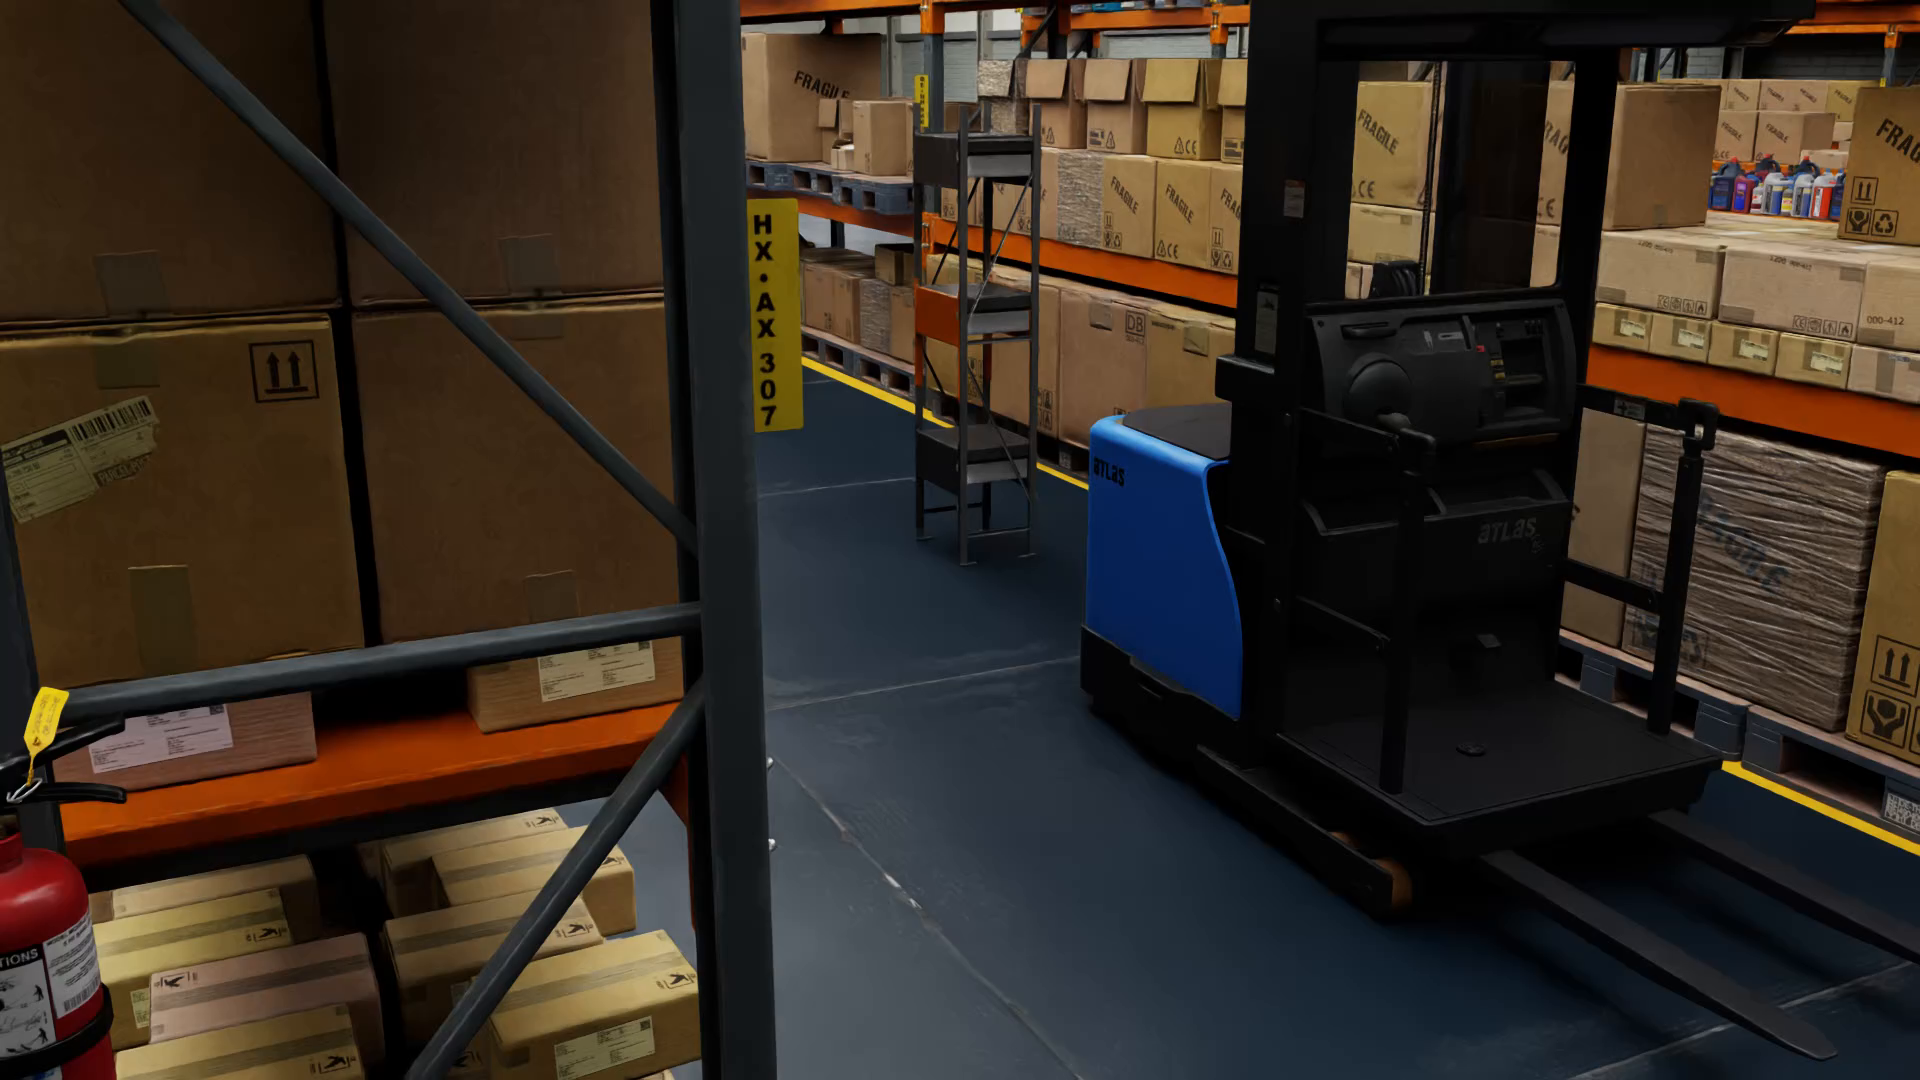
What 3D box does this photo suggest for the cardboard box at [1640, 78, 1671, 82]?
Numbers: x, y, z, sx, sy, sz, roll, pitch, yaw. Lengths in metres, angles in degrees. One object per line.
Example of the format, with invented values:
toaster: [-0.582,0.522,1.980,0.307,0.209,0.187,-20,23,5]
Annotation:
cardboard box: [10.032,-6.311,23.681,0.500,0.500,0.500,-8,18,-25]

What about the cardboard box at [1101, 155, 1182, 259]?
cardboard box: [1.096,-1.780,8.834,0.500,0.500,0.500,-8,18,-26]

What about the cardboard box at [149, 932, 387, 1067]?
cardboard box: [-1.277,0.882,3.067,0.380,0.149,0.250,-7,18,-24]

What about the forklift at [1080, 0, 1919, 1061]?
forklift: [1.515,-0.499,4.675,1.130,2.935,3.031,-7,18,-24]

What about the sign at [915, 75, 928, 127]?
sign: [-0.244,-2.839,10.750,0.100,0.325,0.005,-8,18,-25]

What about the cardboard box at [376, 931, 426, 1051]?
cardboard box: [-1.014,0.909,3.512,0.380,0.149,0.250,-7,18,-24]

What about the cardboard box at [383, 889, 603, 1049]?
cardboard box: [-0.912,0.827,3.259,0.380,0.149,0.250,-7,18,-24]

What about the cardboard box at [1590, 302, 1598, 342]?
cardboard box: [2.391,-0.841,6.199,0.380,0.149,0.250,-7,18,-24]

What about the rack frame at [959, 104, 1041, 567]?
rack frame: [0.179,-0.908,7.607,0.400,2.100,0.015,-8,18,-25]

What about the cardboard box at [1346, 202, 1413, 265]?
cardboard box: [1.962,-1.319,7.143,0.500,0.250,0.500,-8,18,-26]

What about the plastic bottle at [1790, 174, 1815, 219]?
plastic bottle: [5.541,-2.243,10.854,0.152,0.276,0.135,-8,18,-25]

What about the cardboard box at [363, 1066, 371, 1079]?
cardboard box: [-1.313,1.027,3.101,0.380,0.149,0.250,-8,18,-26]

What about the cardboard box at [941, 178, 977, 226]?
cardboard box: [0.208,-2.283,10.587,0.500,0.500,0.500,-7,17,-23]

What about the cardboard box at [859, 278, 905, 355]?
cardboard box: [-0.327,-1.698,12.464,0.700,0.500,0.500,-9,18,-29]

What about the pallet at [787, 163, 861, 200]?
pallet: [-0.665,-2.782,12.855,1.003,0.211,1.213,-8,18,-25]

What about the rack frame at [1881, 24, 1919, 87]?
rack frame: [11.845,-5.176,20.849,1.000,3.000,0.127,-8,18,-25]

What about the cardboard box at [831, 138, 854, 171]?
cardboard box: [-0.734,-2.907,12.423,0.396,0.266,0.258,-8,18,-26]

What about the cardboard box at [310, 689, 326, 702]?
cardboard box: [-1.231,0.177,2.650,0.380,0.149,0.250,-8,18,-25]

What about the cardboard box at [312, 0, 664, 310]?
cardboard box: [-0.717,-0.646,2.529,0.500,0.500,0.500,-8,18,-25]

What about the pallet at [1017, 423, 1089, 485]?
pallet: [1.048,-0.541,9.755,1.003,0.211,1.213,-8,18,-25]

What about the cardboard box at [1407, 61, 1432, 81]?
cardboard box: [6.093,-5.980,21.117,0.700,0.500,0.500,-8,18,-26]

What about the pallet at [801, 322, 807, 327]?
pallet: [-1.171,-1.847,14.304,1.003,0.211,1.213,-8,18,-25]

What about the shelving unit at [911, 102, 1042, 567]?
shelving unit: [0.073,-0.968,7.818,0.431,2.100,0.503,-8,18,-25]

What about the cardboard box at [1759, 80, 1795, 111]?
cardboard box: [10.925,-5.803,21.911,0.500,0.500,0.500,-8,18,-26]

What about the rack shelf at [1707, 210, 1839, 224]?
rack shelf: [5.568,-2.145,11.592,1.077,0.370,4.000,-8,18,-25]

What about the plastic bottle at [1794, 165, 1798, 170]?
plastic bottle: [5.893,-2.520,11.805,0.061,0.283,0.133,-8,18,-25]

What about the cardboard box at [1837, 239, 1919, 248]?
cardboard box: [3.326,-0.880,5.613,0.500,0.250,0.500,-8,18,-27]

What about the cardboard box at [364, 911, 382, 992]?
cardboard box: [-1.215,0.925,3.995,0.380,0.149,0.250,-8,18,-25]

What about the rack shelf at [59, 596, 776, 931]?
rack shelf: [-1.635,0.019,4.049,1.077,0.370,4.000,-8,18,-25]

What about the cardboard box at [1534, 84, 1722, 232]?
cardboard box: [2.413,-1.427,6.158,0.500,0.500,0.500,-8,18,-27]

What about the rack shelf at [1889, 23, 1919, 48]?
rack shelf: [12.721,-5.776,18.807,1.077,0.370,4.000,-8,18,-25]

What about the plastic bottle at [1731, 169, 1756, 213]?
plastic bottle: [5.297,-2.356,11.234,0.061,0.283,0.133,-8,18,-25]

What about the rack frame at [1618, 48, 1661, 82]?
rack frame: [7.394,-4.576,18.760,1.000,3.000,0.127,-8,18,-25]

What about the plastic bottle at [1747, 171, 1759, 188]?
plastic bottle: [5.360,-2.364,11.285,0.097,0.271,0.097,0,16,0]

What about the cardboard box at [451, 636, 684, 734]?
cardboard box: [-0.606,0.170,2.675,0.380,0.149,0.250,-8,18,-25]

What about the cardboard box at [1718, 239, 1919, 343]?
cardboard box: [2.848,-0.816,5.388,0.500,0.250,0.500,-8,18,-27]

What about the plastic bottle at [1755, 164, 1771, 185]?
plastic bottle: [5.705,-2.535,11.860,0.061,0.283,0.133,-8,18,-25]

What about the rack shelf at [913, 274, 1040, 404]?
rack shelf: [0.073,-0.955,7.822,0.431,0.518,0.480,-8,18,-25]

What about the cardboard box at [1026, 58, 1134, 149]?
cardboard box: [0.828,-2.574,9.781,0.797,0.503,0.637,-7,18,-24]

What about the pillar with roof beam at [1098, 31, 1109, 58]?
pillar with roof beam: [-0.579,-12.925,36.978,9.100,9.000,0.400,-8,18,-25]

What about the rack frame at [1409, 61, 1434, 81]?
rack frame: [1.992,-1.397,7.679,1.000,3.000,0.127,-8,18,-25]

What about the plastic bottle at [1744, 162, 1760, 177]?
plastic bottle: [5.753,-2.599,12.080,0.061,0.283,0.133,-8,18,-25]

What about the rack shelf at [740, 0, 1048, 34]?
rack shelf: [-0.637,-3.980,12.549,1.077,0.370,4.000,-8,18,-25]

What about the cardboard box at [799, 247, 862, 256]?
cardboard box: [-1.263,-2.235,14.336,0.700,0.500,0.500,-9,18,-29]

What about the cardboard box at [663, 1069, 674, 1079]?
cardboard box: [-0.701,1.169,3.145,0.380,0.149,0.250,-7,18,-24]

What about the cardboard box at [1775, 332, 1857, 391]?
cardboard box: [2.843,-0.586,5.309,0.380,0.149,0.250,-8,18,-26]

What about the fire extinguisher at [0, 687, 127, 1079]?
fire extinguisher: [-1.063,0.504,1.872,0.296,0.674,0.183,-8,18,-25]

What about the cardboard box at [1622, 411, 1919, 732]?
cardboard box: [2.993,0.040,5.764,0.875,0.875,0.875,-8,18,-25]

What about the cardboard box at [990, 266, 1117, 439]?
cardboard box: [0.907,-1.173,9.992,1.225,0.875,0.875,-8,18,-25]

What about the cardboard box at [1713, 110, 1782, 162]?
cardboard box: [8.166,-4.177,17.188,0.500,0.500,0.500,-8,18,-25]
